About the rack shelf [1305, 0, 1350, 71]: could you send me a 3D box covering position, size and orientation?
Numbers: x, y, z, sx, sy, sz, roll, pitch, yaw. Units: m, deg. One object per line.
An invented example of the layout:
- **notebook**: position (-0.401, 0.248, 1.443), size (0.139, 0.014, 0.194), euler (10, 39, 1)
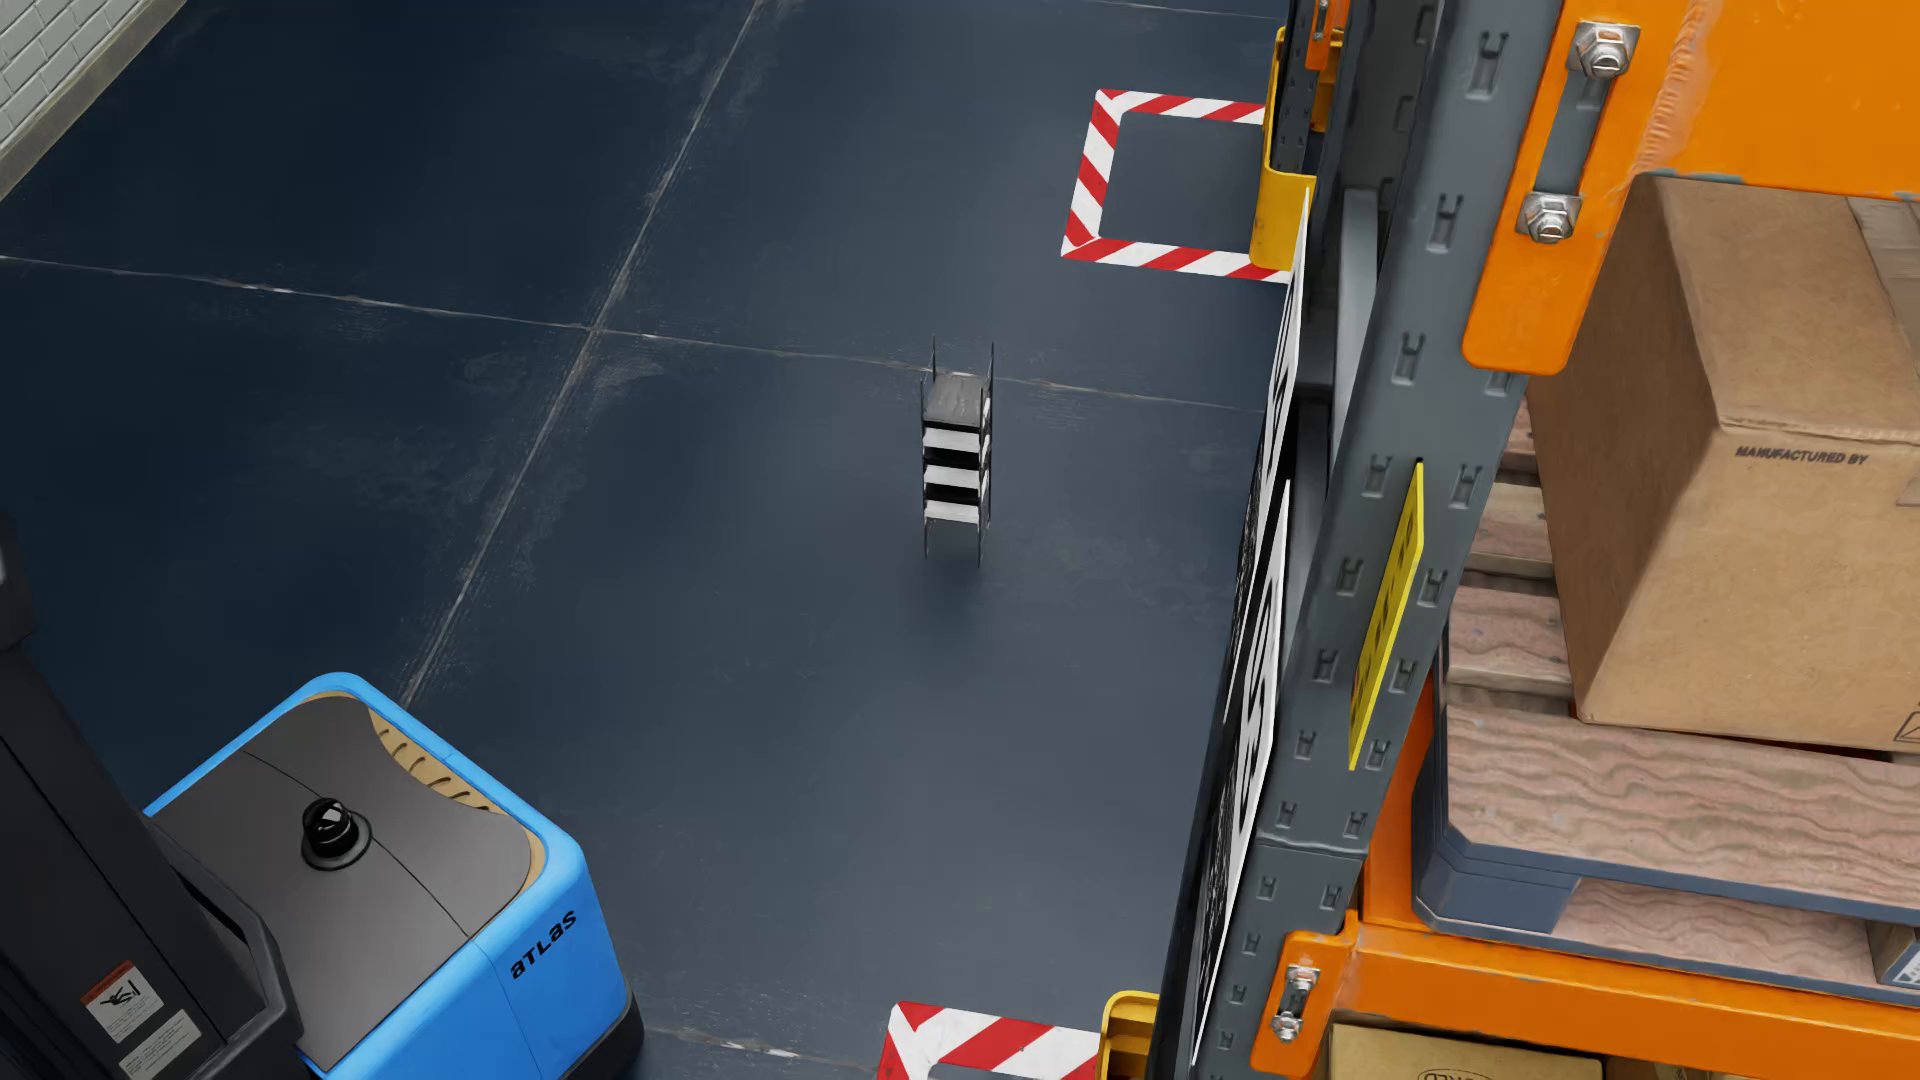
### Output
- **rack shelf**: position (3.438, -2.119, 6.621), size (4.000, 0.370, 1.077), euler (8, 49, 7)

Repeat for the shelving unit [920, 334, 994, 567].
- **shelving unit**: position (-0.008, -0.302, 5.916), size (0.210, 0.900, 0.258), euler (8, 49, 7)

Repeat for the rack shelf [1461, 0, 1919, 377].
- **rack shelf**: position (2.456, -0.373, 1.288), size (4.000, 0.370, 1.077), euler (8, 49, 7)

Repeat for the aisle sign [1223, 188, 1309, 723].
- **aisle sign**: position (0.471, -0.105, 2.580), size (0.004, 0.787, 0.394), euler (8, 49, 7)

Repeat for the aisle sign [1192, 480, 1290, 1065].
- **aisle sign**: position (0.364, 0.334, 2.185), size (0.004, 0.787, 0.394), euler (8, 49, 7)

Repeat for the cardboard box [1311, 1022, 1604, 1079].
- **cardboard box**: position (0.913, 1.205, 3.052), size (0.500, 0.250, 0.500), euler (7, 48, 6)

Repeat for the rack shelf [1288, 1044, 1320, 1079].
- **rack shelf**: position (2.456, 1.498, 3.371), size (4.000, 0.370, 1.077), euler (8, 49, 7)

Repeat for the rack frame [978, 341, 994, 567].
- **rack frame**: position (0.092, -0.288, 5.904), size (0.006, 0.900, 0.240), euler (8, 49, 7)

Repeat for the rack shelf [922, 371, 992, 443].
- **rack shelf**: position (-0.008, -0.460, 5.740), size (0.200, 0.077, 0.258), euler (8, 49, 7)

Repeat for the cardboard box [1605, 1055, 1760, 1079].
- **cardboard box**: position (1.405, 1.020, 2.713), size (0.500, 0.500, 0.500), euler (7, 48, 6)

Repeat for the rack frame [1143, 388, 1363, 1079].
- **rack frame**: position (0.488, 0.993, 3.341), size (0.127, 3.000, 1.000), euler (8, 49, 7)

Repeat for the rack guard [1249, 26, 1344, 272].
- **rack guard**: position (1.545, -1.779, 7.512), size (0.348, 0.500, 1.175), euler (8, 49, 7)

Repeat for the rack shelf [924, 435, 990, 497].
- **rack shelf**: position (-0.008, -0.280, 5.941), size (0.200, 0.077, 0.258), euler (8, 49, 7)

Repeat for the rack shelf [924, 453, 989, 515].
- **rack shelf**: position (-0.008, -0.219, 6.008), size (0.200, 0.077, 0.258), euler (8, 49, 7)

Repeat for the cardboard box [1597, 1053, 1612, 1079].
- **cardboard box**: position (1.511, 0.881, 3.343), size (0.500, 0.250, 0.500), euler (7, 48, 6)

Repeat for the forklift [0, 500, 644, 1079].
- **forklift**: position (-2.219, 1.158, 3.239), size (1.130, 2.935, 3.031), euler (30, 55, 24)

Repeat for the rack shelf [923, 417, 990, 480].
- **rack shelf**: position (-0.008, -0.340, 5.874), size (0.200, 0.077, 0.258), euler (8, 49, 7)

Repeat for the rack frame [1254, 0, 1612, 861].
- **rack frame**: position (0.488, -1.012, 1.110), size (0.127, 3.000, 1.000), euler (8, 49, 7)

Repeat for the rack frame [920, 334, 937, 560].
- **rack frame**: position (-0.108, -0.315, 5.928), size (0.006, 0.900, 0.240), euler (8, 49, 7)

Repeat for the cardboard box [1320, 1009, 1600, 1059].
- **cardboard box**: position (1.012, 0.814, 3.403), size (0.500, 0.250, 0.500), euler (7, 48, 6)

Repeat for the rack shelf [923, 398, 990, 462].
- **rack shelf**: position (-0.008, -0.400, 5.807), size (0.200, 0.077, 0.258), euler (8, 49, 7)

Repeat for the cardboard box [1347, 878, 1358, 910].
- **cardboard box**: position (1.014, 0.565, 3.122), size (0.500, 0.500, 0.500), euler (8, 49, 7)

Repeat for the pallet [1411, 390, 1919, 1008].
- **pallet**: position (1.220, 0.111, 2.177), size (1.213, 0.211, 1.003), euler (8, 49, 7)

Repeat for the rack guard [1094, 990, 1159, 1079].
- **rack guard**: position (0.465, 1.825, 4.274), size (0.348, 0.500, 1.175), euler (8, 49, 7)

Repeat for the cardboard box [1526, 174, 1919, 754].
- **cardboard box**: position (1.009, -0.187, 1.968), size (0.500, 0.500, 0.700), euler (5, 48, 5)

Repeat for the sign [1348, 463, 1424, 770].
- **sign**: position (0.384, 0.077, 1.507), size (0.005, 0.325, 0.100), euler (8, 49, 7)

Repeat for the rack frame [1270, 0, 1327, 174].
- **rack frame**: position (1.470, -2.624, 6.591), size (0.127, 3.000, 1.000), euler (8, 49, 7)

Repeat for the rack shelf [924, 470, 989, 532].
- **rack shelf**: position (-0.008, -0.159, 6.075), size (0.200, 0.077, 0.258), euler (8, 49, 7)

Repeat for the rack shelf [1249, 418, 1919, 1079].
- **rack shelf**: position (2.456, 0.495, 2.255), size (4.000, 0.370, 1.077), euler (8, 49, 7)
